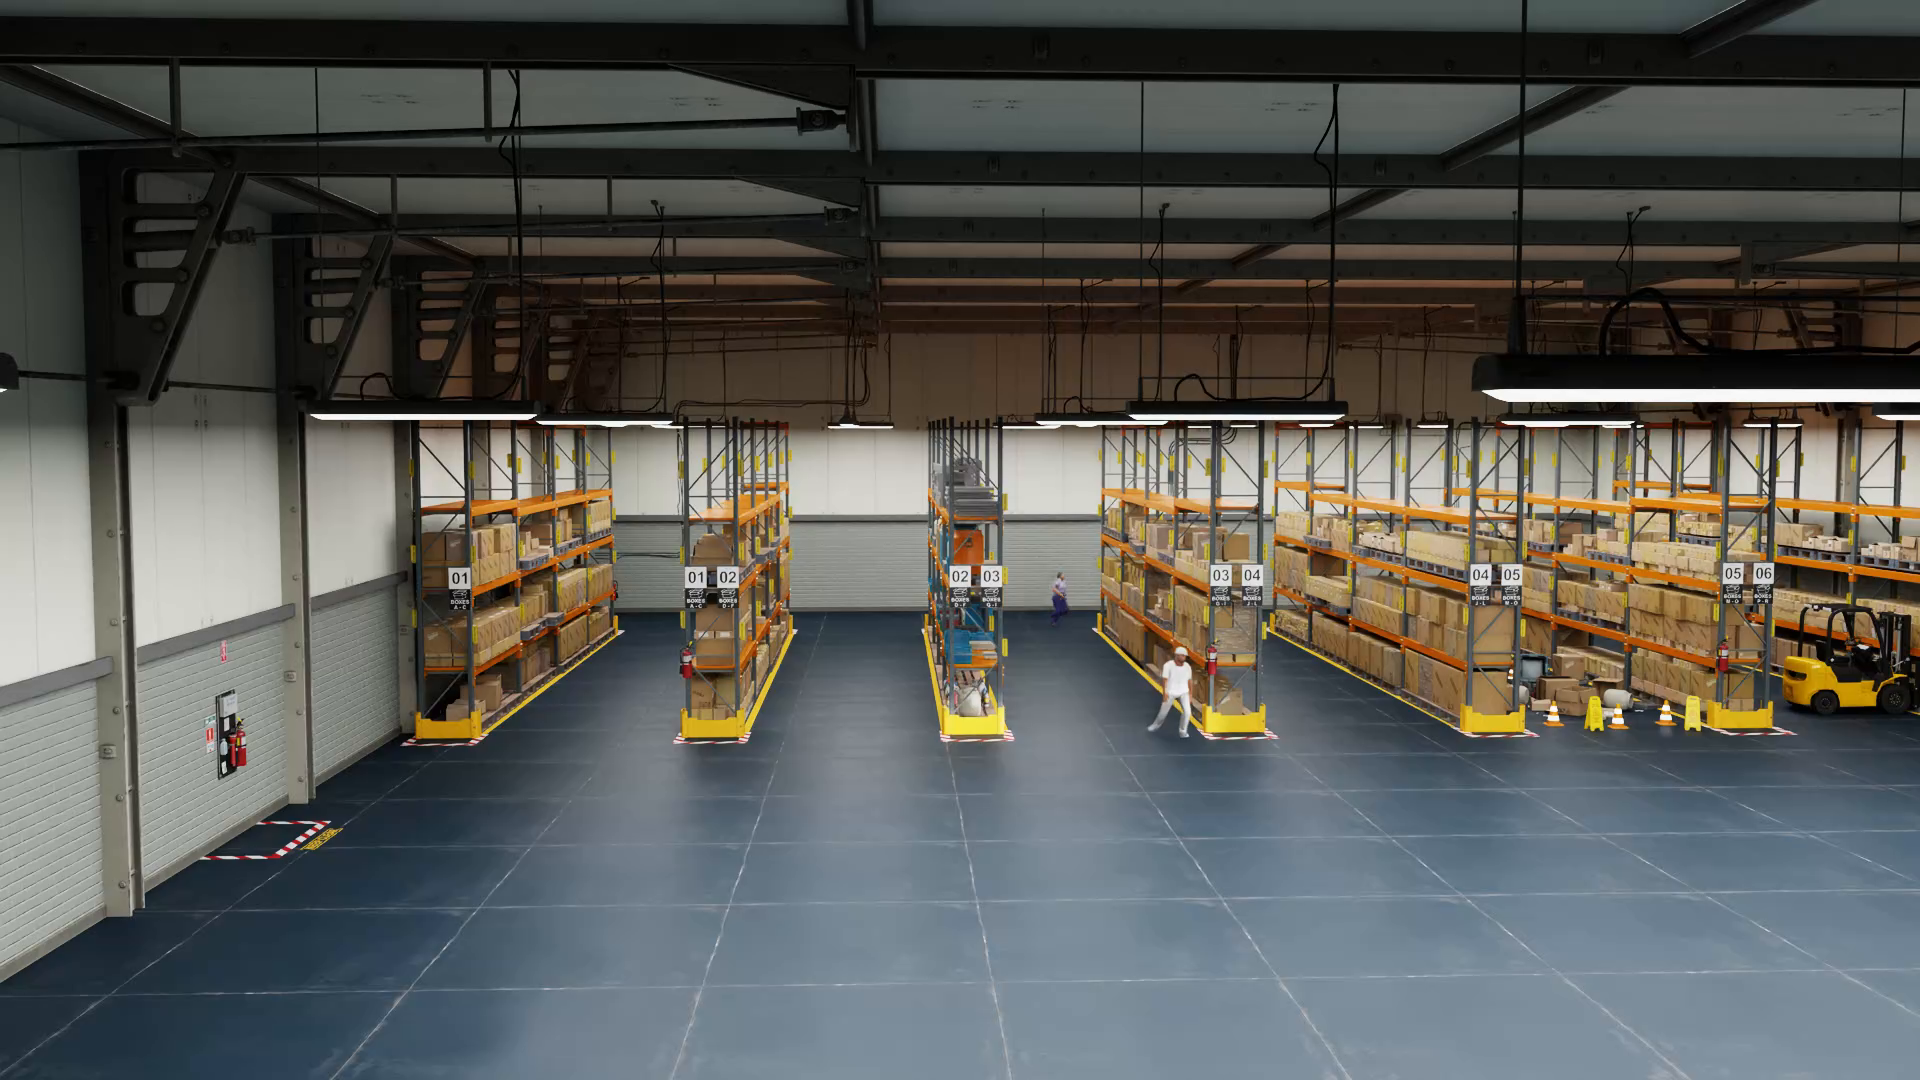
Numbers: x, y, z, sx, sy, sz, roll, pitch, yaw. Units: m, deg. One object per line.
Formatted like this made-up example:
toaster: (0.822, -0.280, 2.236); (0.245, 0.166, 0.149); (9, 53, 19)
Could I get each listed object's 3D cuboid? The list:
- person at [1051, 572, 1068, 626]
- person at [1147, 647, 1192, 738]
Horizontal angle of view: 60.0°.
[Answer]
person: (2.965, 1.730, 49.209); (0.481, 1.581, 0.651); (2, 4, 30)
person: (3.946, 2.830, 31.212); (0.795, 1.702, 0.693); (0, 4, -7)
